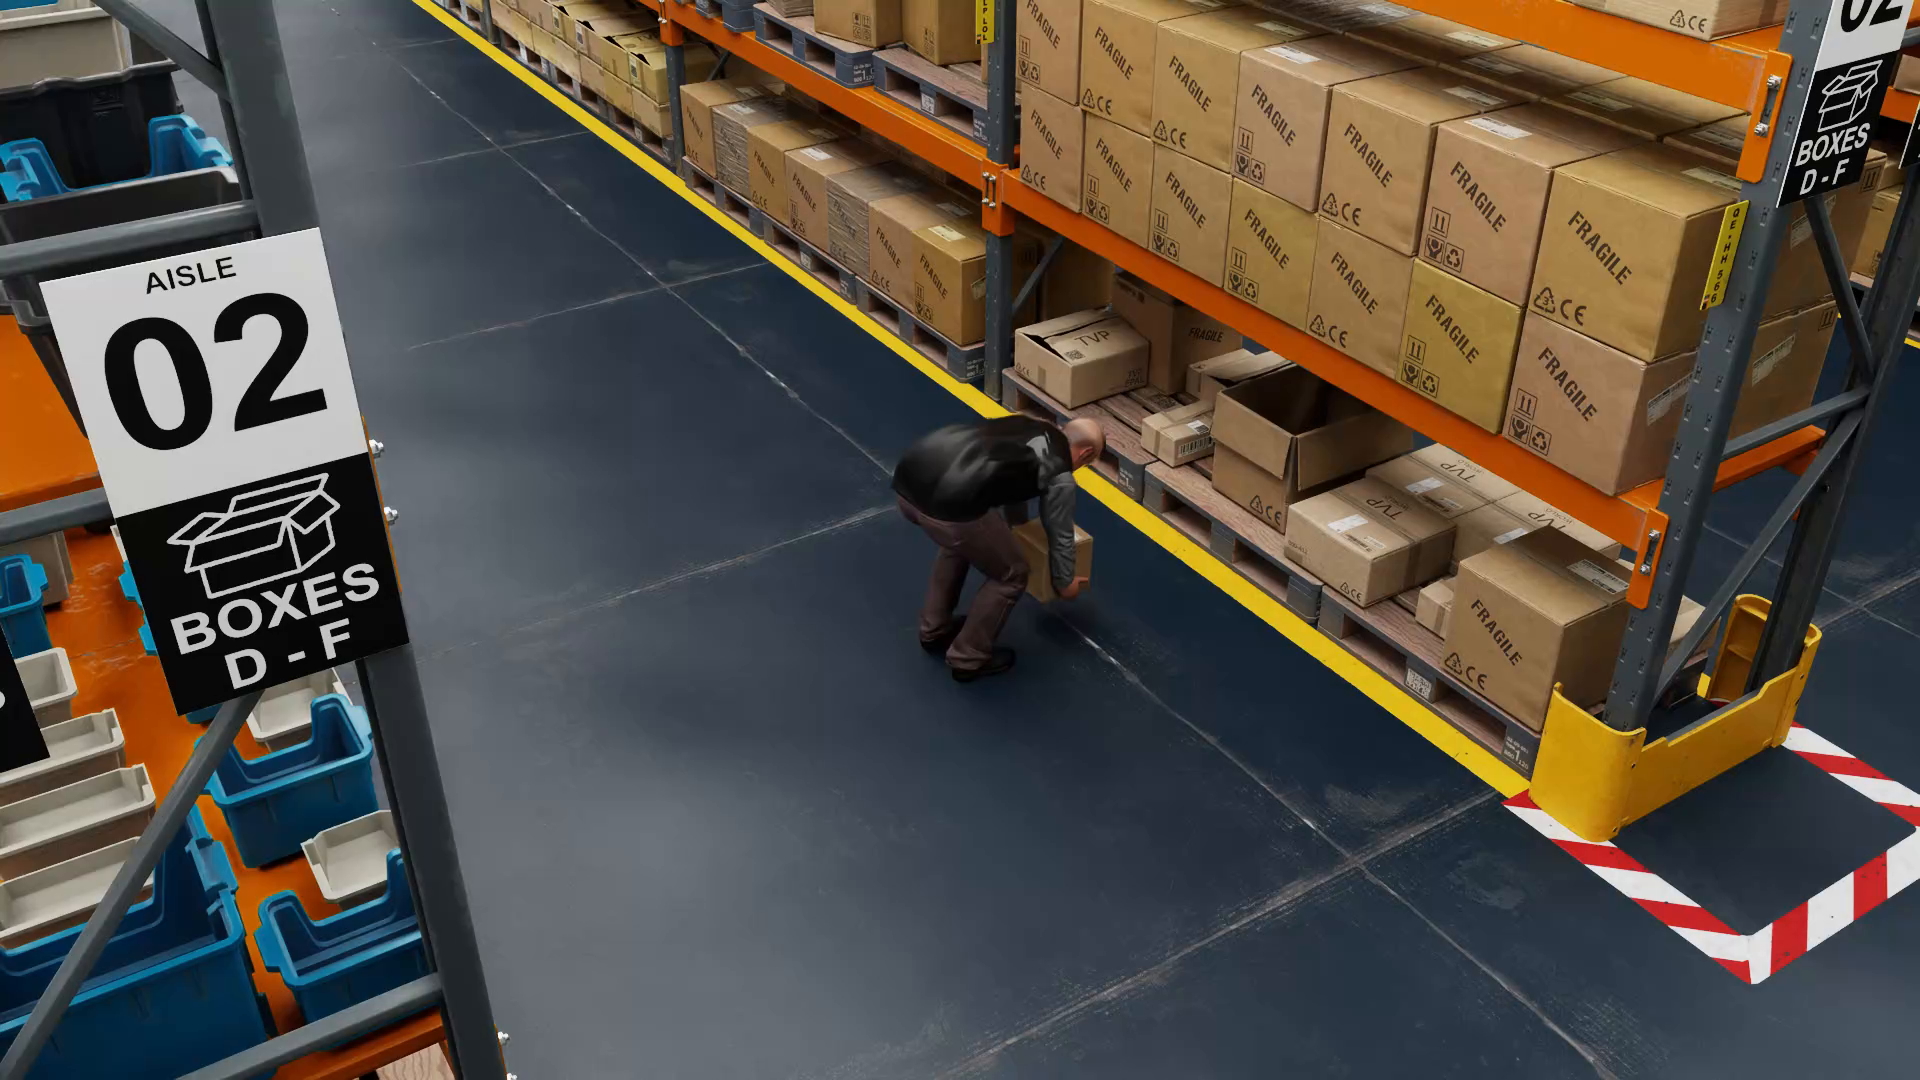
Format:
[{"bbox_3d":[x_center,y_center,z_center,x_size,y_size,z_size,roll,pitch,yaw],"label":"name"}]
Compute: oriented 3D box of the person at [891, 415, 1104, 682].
[{"bbox_3d":[0.188,-0.038,6.822,0.958,1.077,0.484,-21,38,-29],"label":"person"}]
